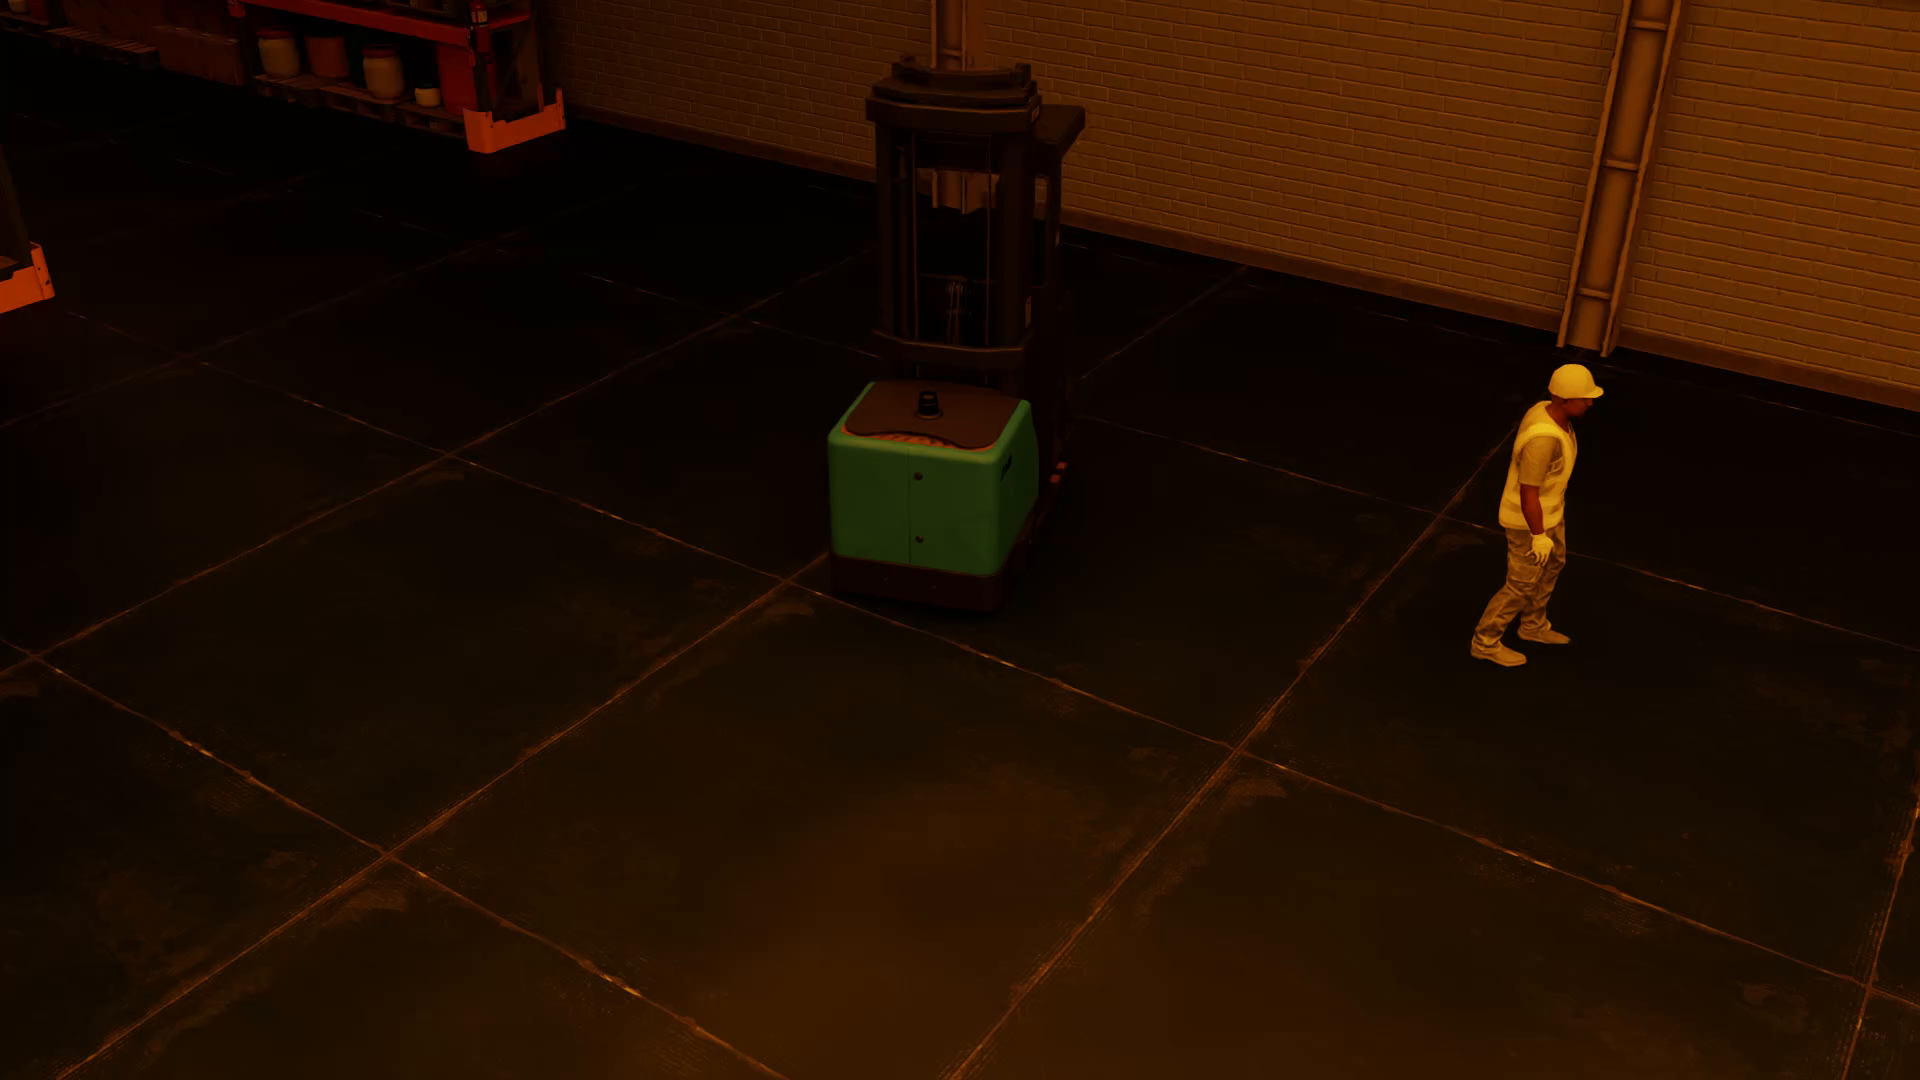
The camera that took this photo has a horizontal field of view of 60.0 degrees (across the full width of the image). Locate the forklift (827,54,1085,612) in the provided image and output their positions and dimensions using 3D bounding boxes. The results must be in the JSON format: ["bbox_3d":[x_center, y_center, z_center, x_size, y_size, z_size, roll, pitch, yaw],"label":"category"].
[{"bbox_3d":[0.119,-1.578,10.298,1.130,2.935,3.031,8,31,14],"label":"forklift"}]

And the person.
[{"bbox_3d":[3.156,-0.108,8.958,0.509,1.800,0.641,13,32,21],"label":"person"}]
